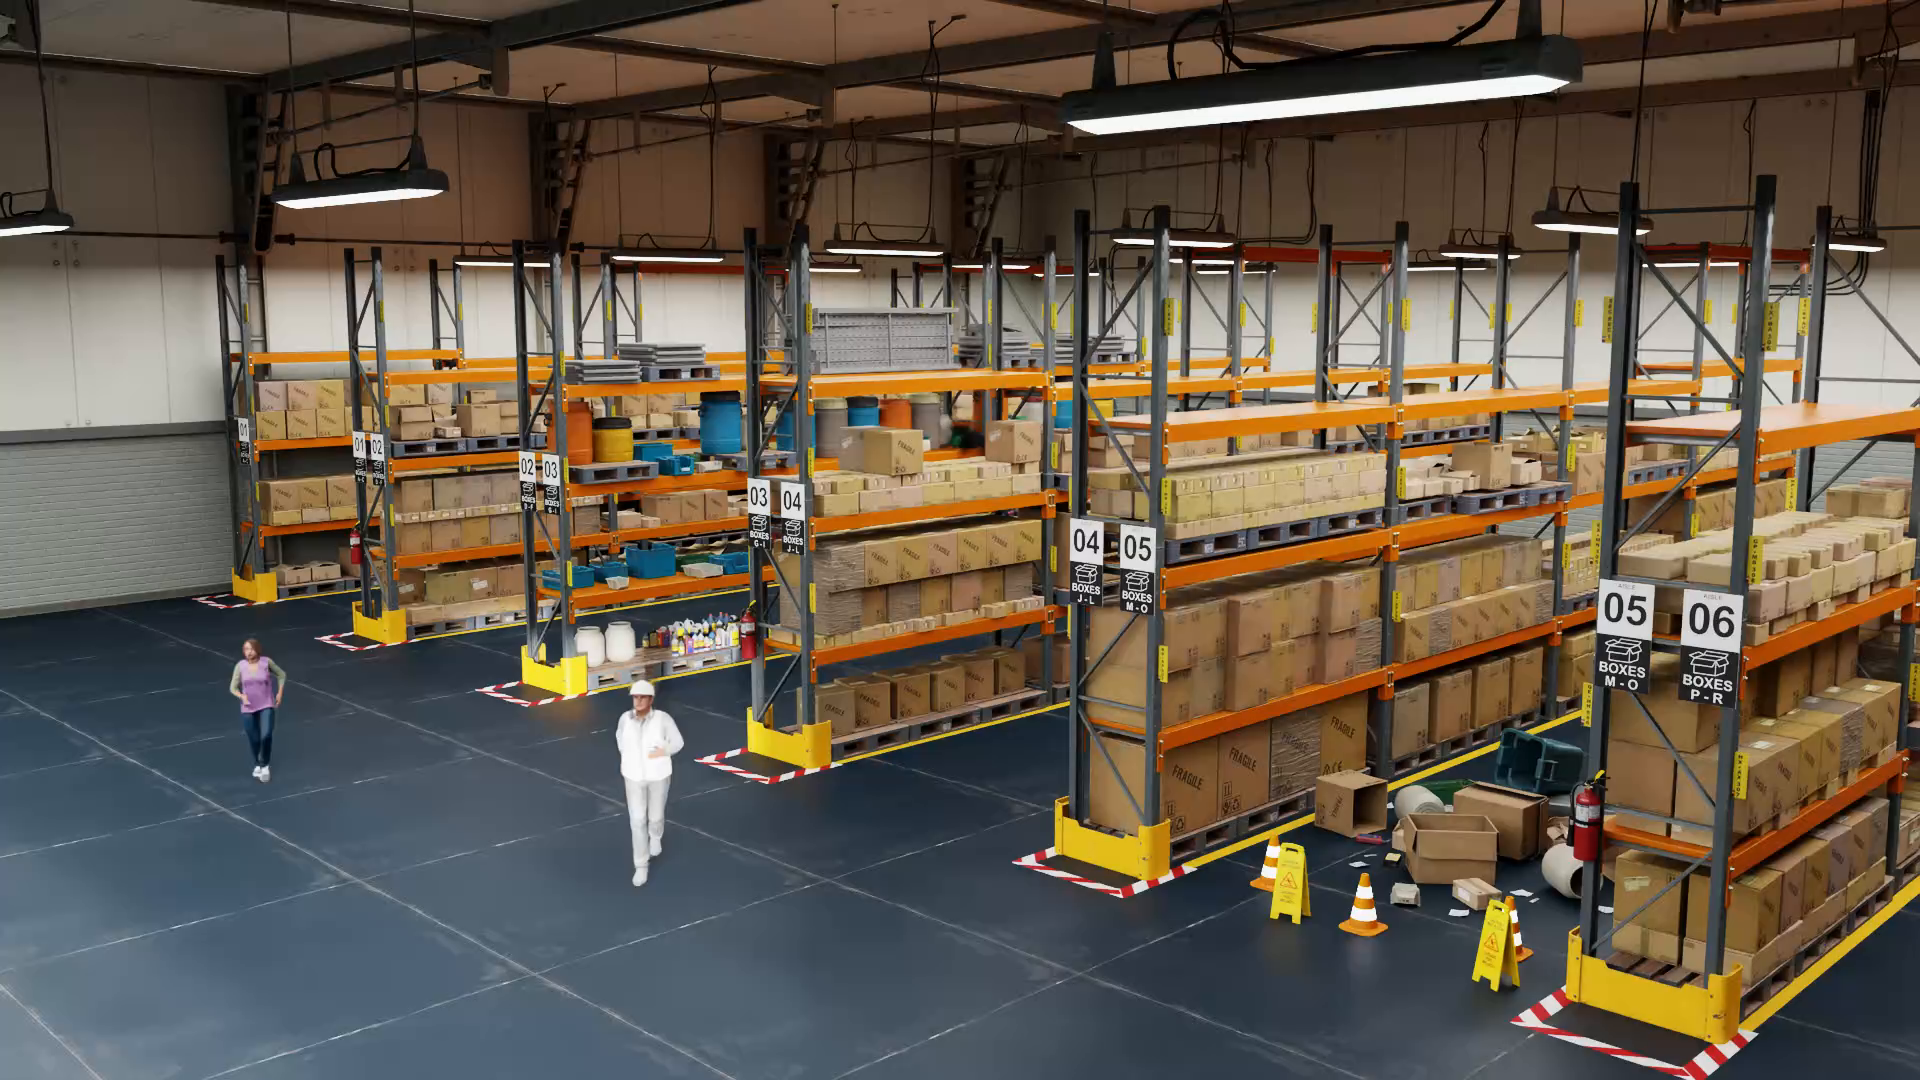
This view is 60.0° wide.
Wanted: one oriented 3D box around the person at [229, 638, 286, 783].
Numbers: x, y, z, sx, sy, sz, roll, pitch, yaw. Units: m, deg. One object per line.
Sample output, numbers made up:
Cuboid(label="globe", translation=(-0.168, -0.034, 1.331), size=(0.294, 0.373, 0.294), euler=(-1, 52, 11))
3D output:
Cuboid(label="person", translation=(-7.603, 1.845, 18.015), size=(0.545, 1.578, 0.629), euler=(-2, 8, -15))

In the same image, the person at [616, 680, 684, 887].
Cuboid(label="person", translation=(-2.829, 2.153, 15.152), size=(0.644, 1.794, 0.878), euler=(0, 8, -3))
